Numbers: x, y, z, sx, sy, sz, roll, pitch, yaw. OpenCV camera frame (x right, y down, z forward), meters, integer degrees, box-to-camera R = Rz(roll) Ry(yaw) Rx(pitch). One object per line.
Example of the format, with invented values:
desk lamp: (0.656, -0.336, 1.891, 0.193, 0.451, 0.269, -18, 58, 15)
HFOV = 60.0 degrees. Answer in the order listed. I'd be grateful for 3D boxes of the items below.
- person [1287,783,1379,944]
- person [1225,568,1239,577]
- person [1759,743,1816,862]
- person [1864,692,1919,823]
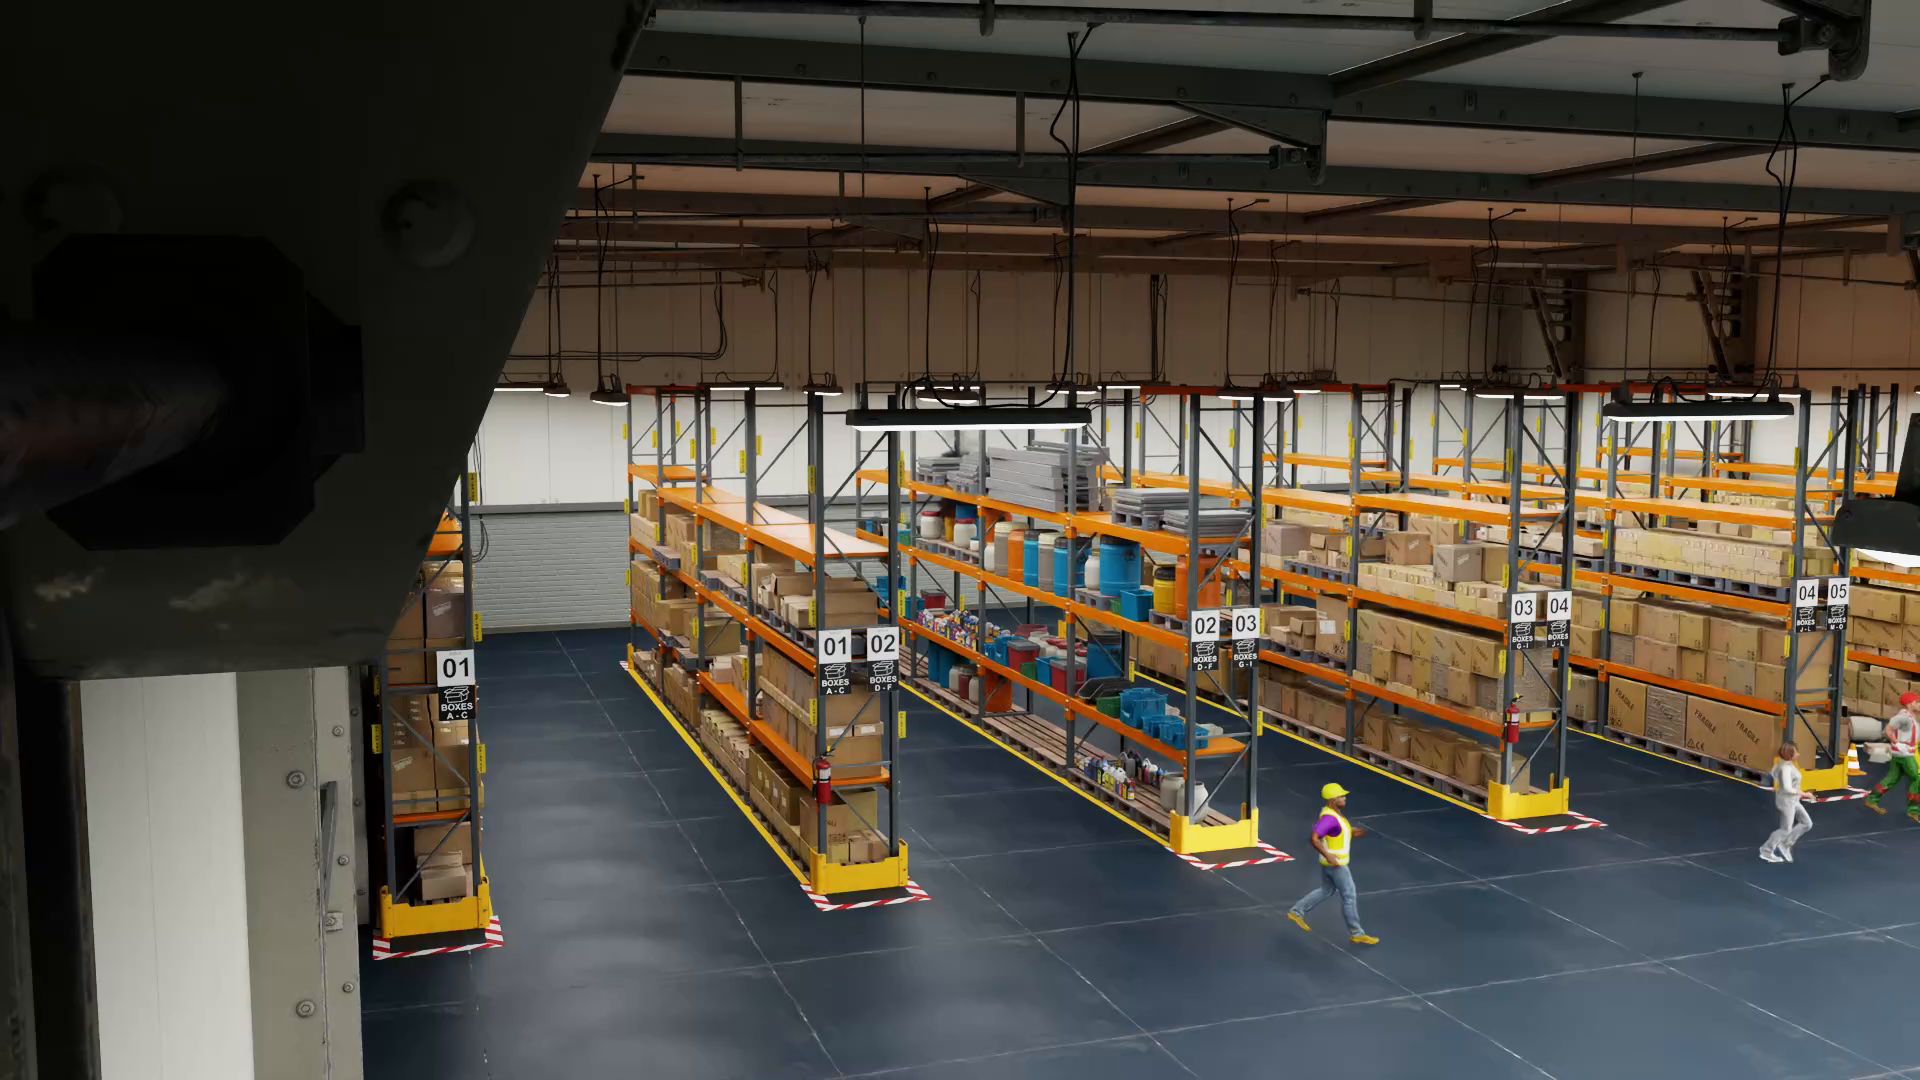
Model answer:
person: (4.117, 3.538, 18.299, 0.990, 1.750, 0.701, 1, 6, 8)
person: (6.620, 1.327, 40.556, 0.763, 1.695, 0.630, -5, 8, -42)
person: (10.580, 3.368, 21.231, 0.618, 1.536, 0.552, 3, 7, 29)
person: (13.180, 3.030, 23.324, 0.817, 1.839, 0.669, 4, 7, 31)
